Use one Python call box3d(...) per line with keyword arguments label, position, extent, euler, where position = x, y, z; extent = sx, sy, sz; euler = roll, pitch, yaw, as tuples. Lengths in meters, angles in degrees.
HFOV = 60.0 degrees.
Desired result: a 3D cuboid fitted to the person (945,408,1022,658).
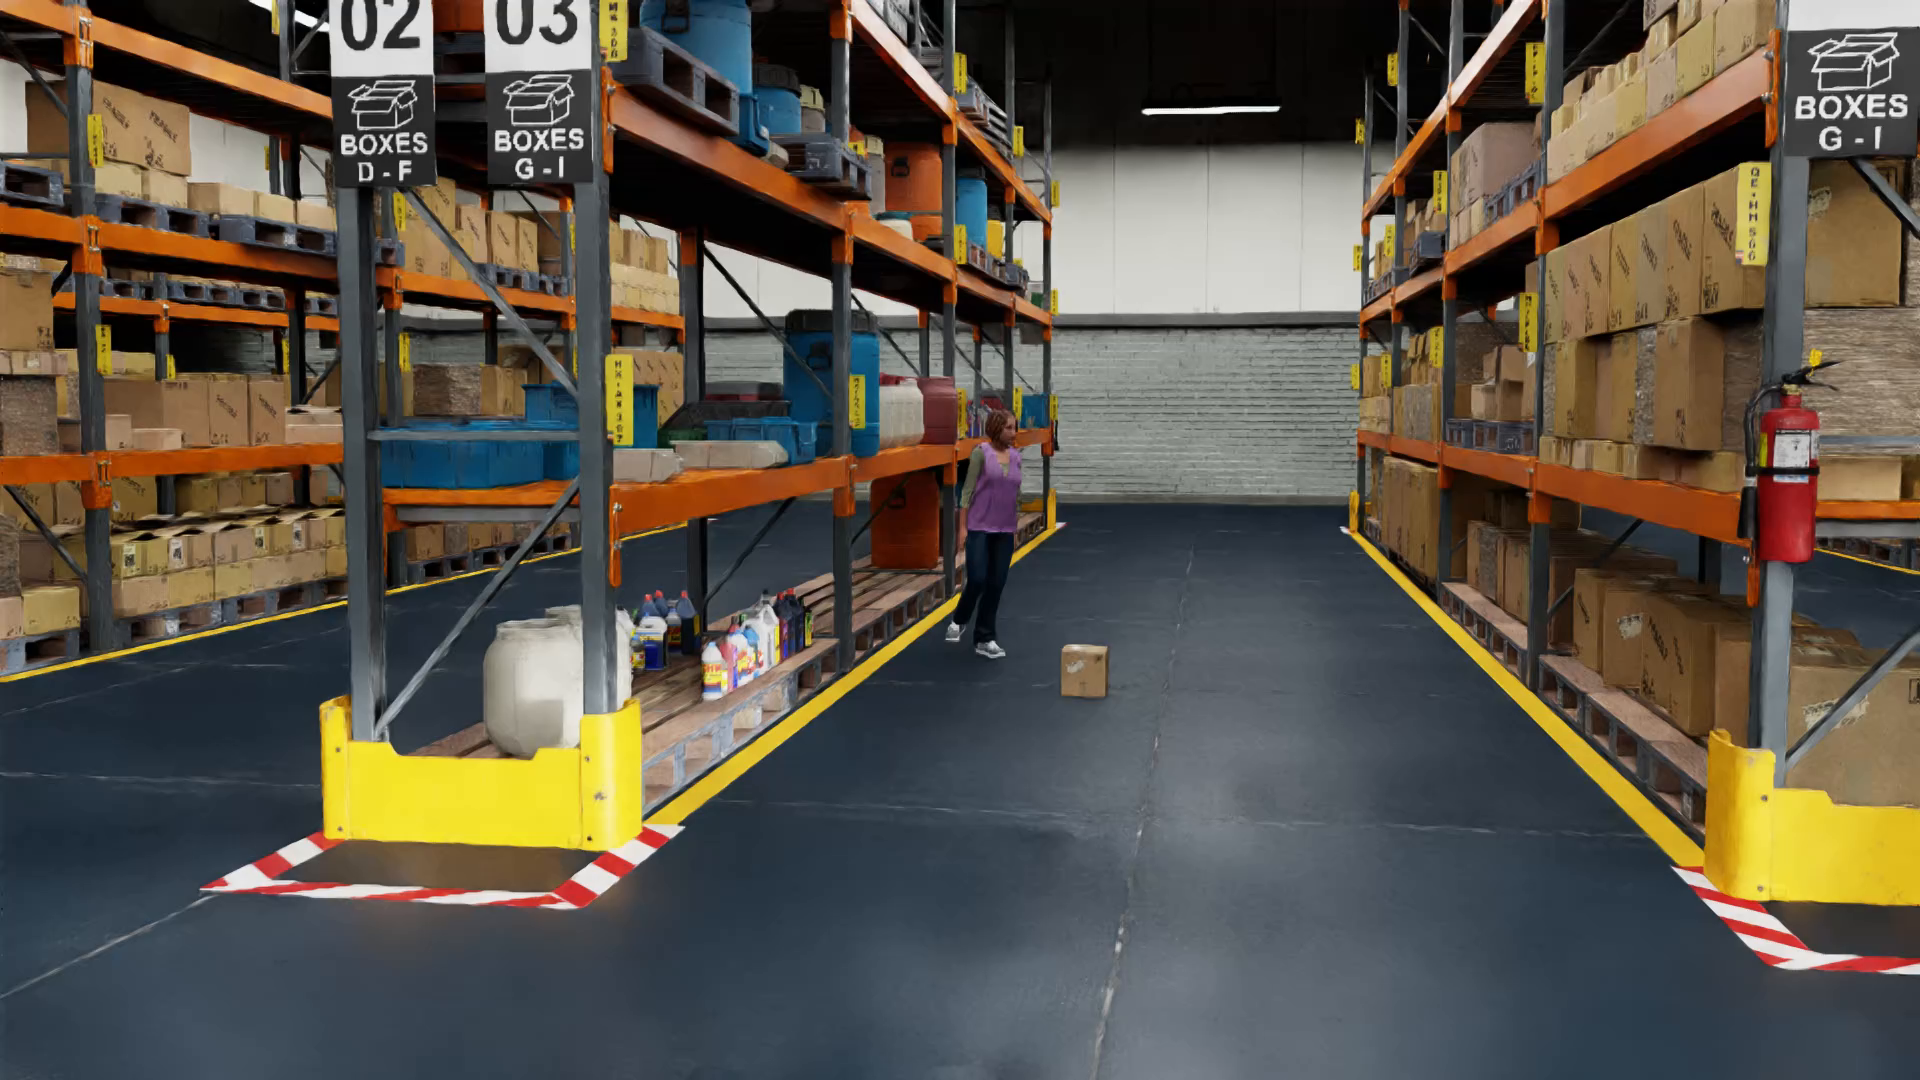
box3d(label="person", position=(0.159, -0.048, 10.693), extent=(0.475, 1.592, 0.488), euler=(-3, 5, -29))
